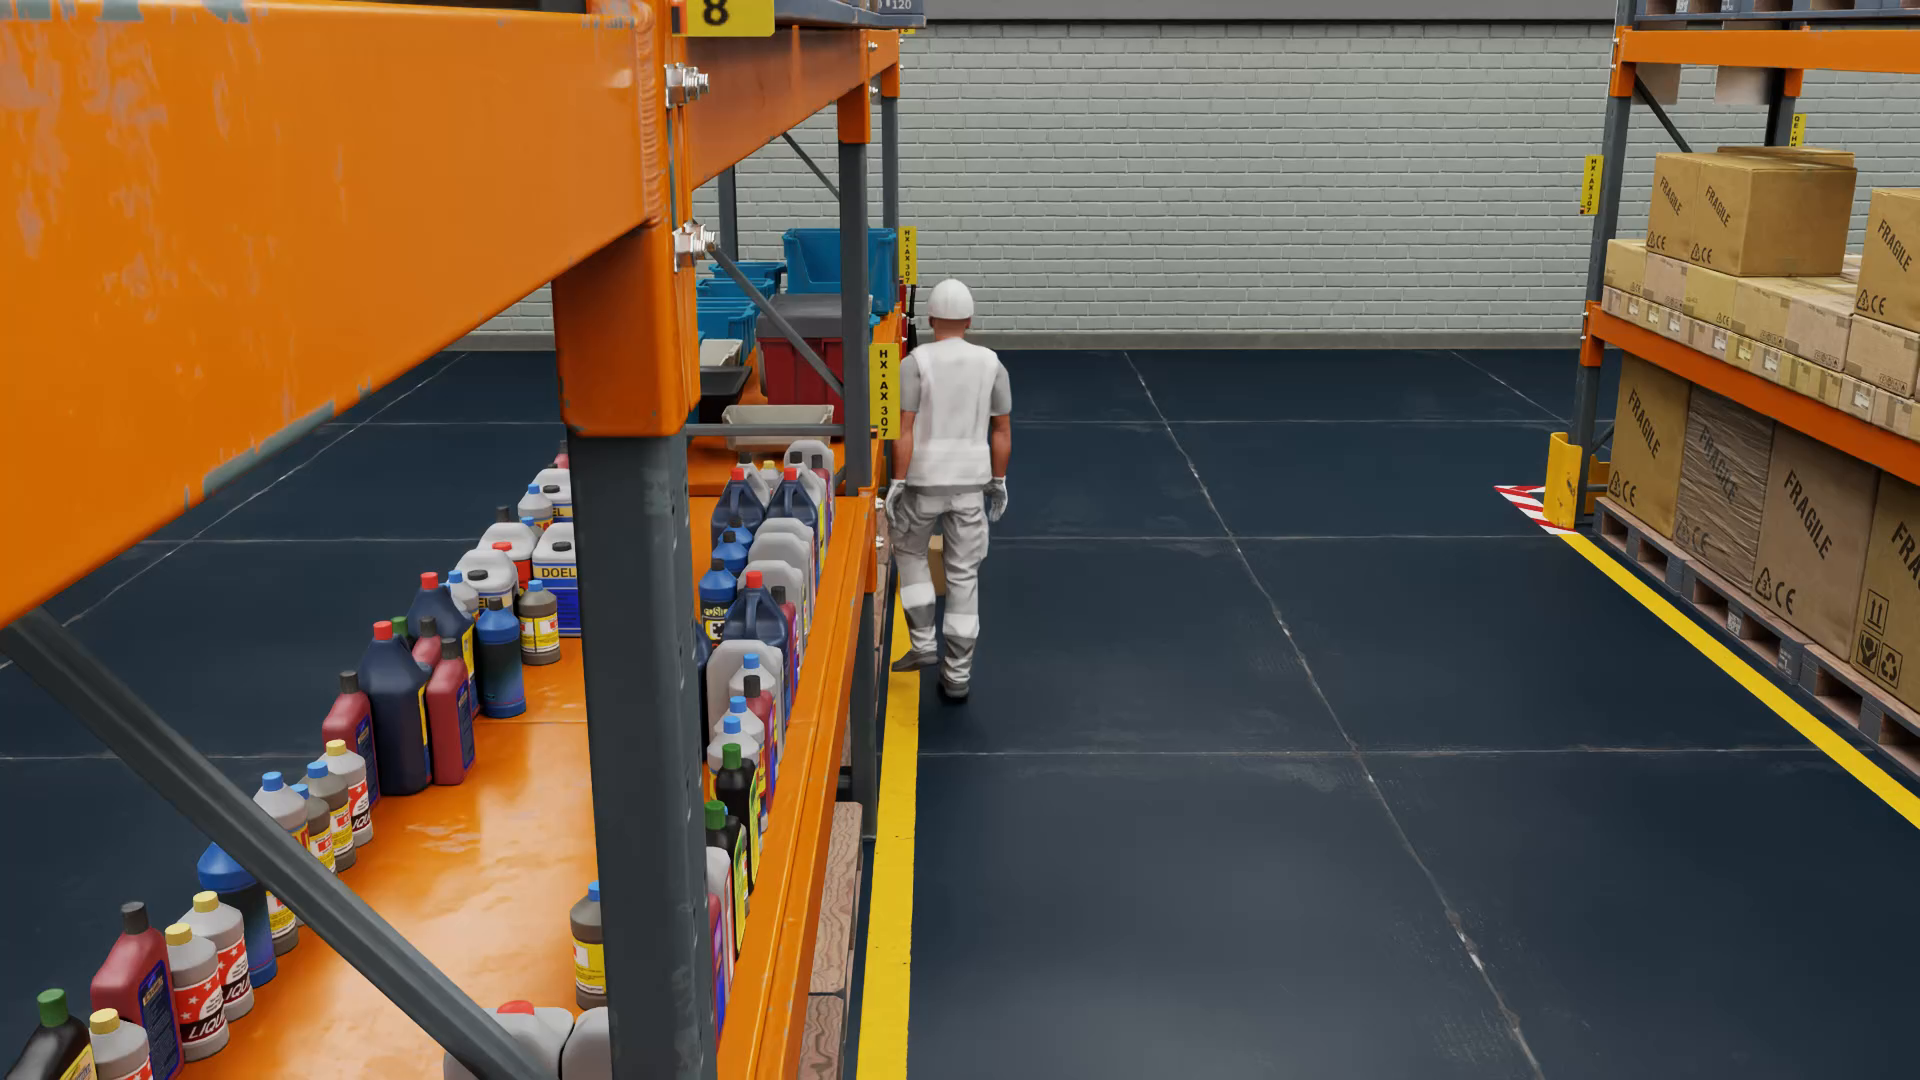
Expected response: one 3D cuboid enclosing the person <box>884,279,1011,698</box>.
[{"bbox_3d":[-0.056,-0.224,7.190,0.580,1.776,0.527,-3,17,-10],"label":"person"}]
